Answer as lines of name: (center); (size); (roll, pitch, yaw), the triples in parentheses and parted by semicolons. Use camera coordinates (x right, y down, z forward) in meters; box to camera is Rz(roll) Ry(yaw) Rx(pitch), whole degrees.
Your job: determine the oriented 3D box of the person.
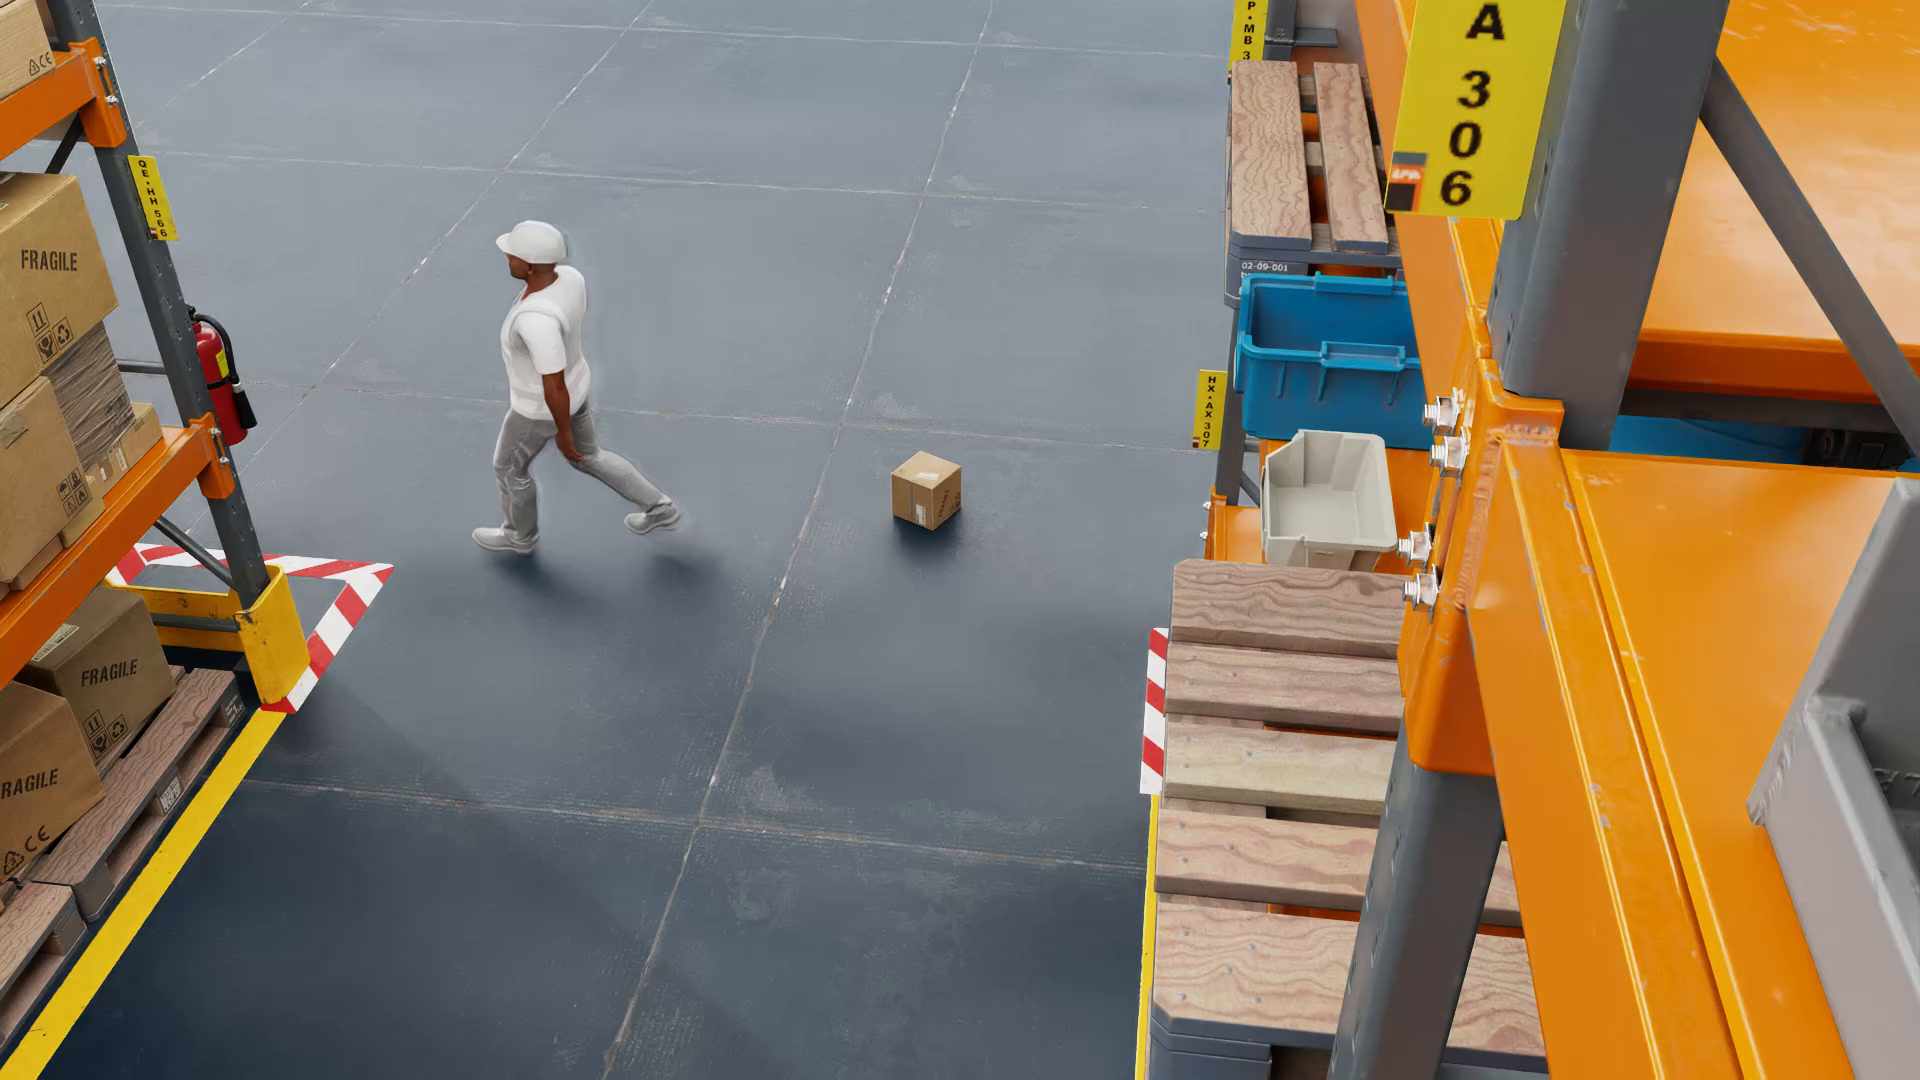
person: (-1.844, -0.667, 7.553); (1.005, 1.721, 0.569); (6, 36, 8)
